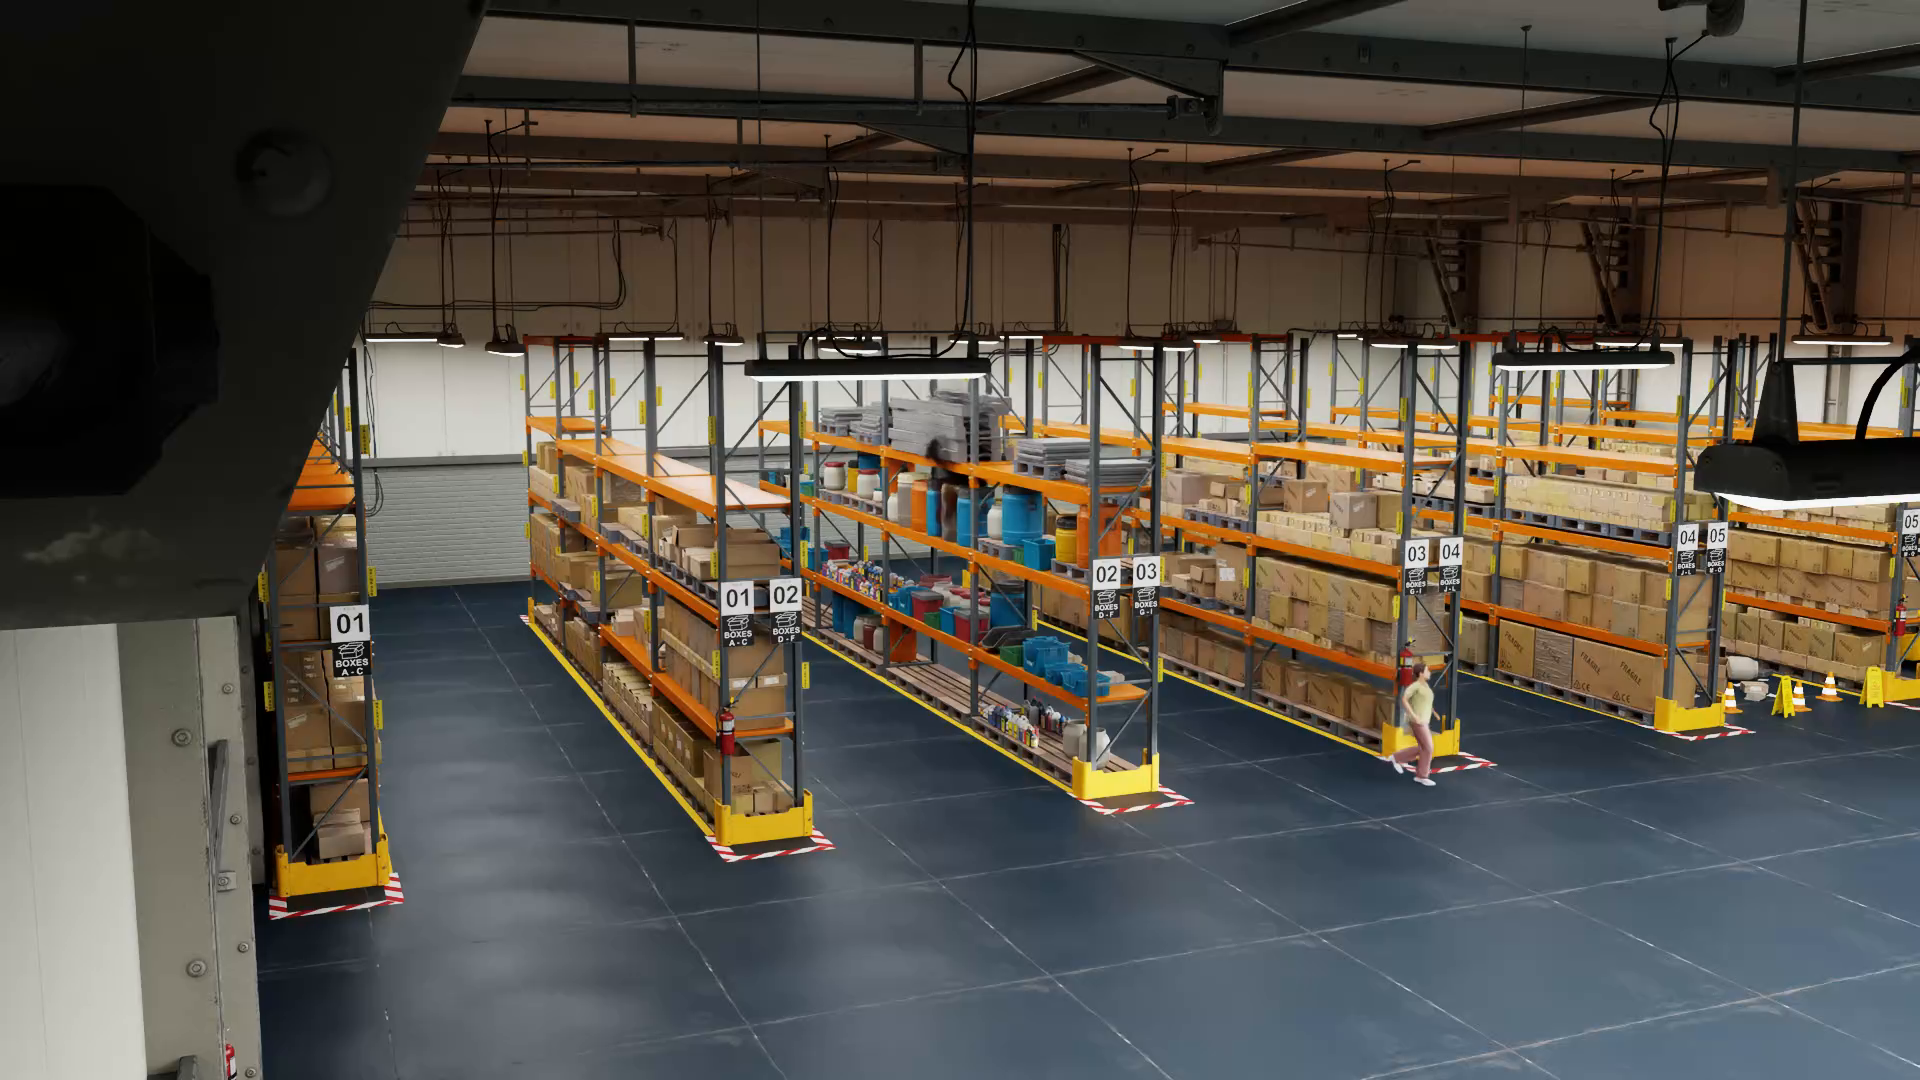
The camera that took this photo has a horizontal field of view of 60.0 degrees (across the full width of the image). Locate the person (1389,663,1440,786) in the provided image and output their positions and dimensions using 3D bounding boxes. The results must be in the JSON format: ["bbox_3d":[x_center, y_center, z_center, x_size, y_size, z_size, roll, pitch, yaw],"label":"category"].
[{"bbox_3d":[6.281,2.500,22.877,0.693,1.646,0.620,5,9,35],"label":"person"}]

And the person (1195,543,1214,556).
[{"bbox_3d":[6.093,-0.051,41.611,0.685,1.762,0.774,6,10,37],"label":"person"}]

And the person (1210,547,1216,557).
[{"bbox_3d":[6.547,-0.181,42.498,0.613,1.738,0.652,-3,8,-21],"label":"person"}]
